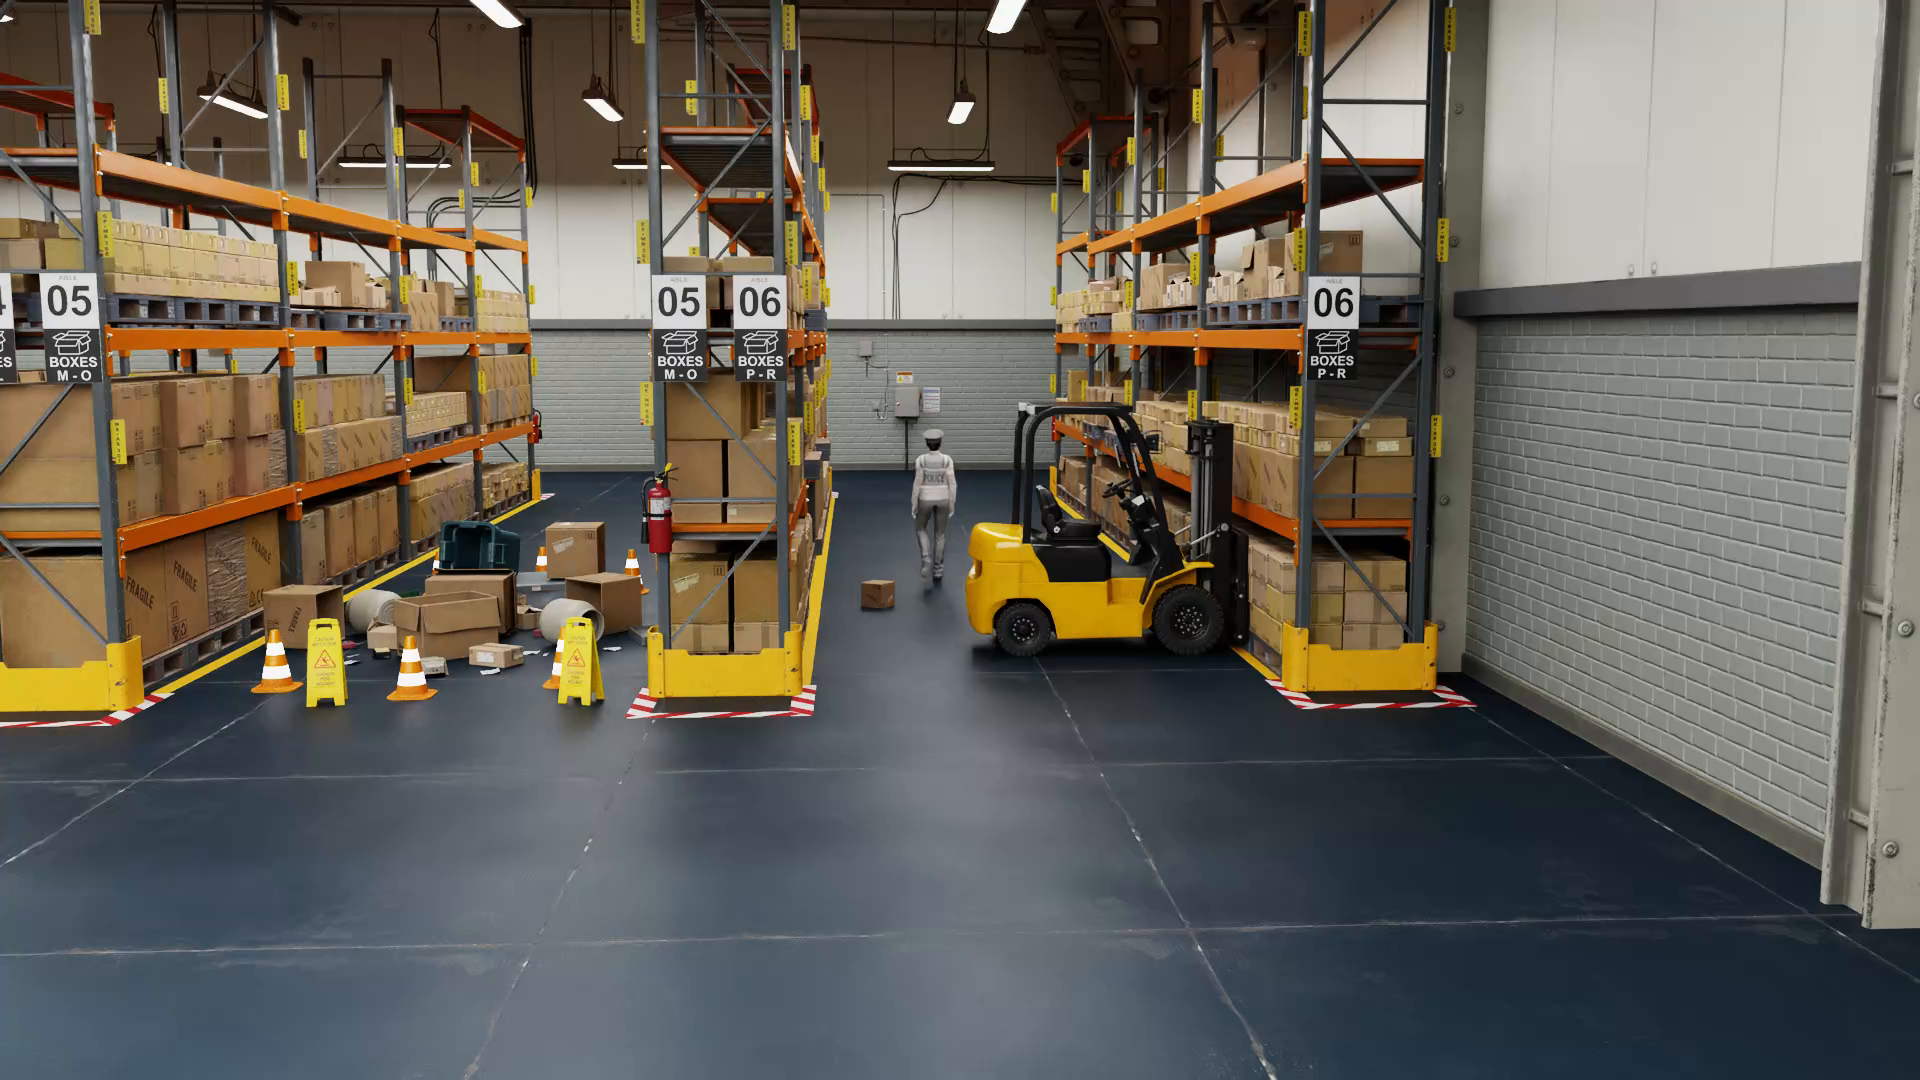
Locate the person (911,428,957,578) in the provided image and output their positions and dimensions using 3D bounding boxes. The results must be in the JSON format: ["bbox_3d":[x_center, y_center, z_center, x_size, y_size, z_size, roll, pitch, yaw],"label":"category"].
[{"bbox_3d":[-0.297,-0.404,18.887,0.516,1.700,0.430,0,7,-2],"label":"person"}]
